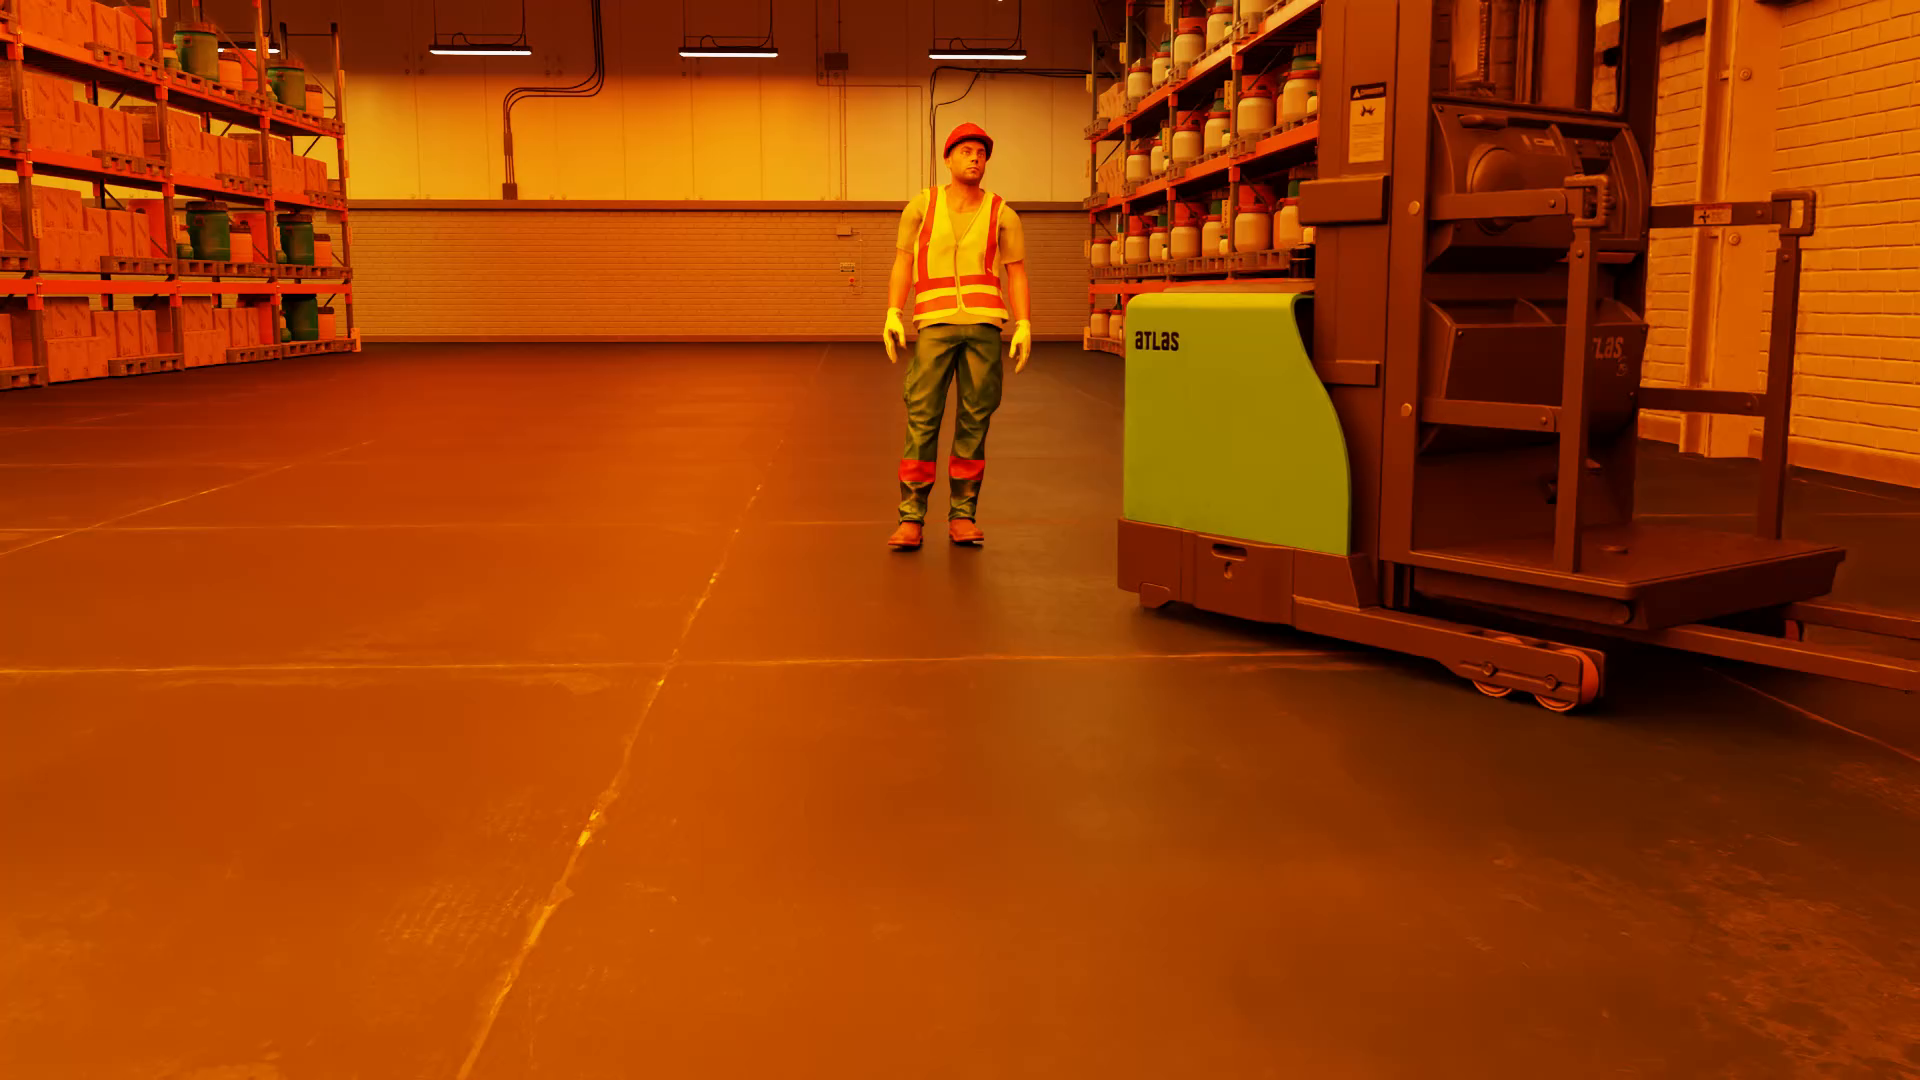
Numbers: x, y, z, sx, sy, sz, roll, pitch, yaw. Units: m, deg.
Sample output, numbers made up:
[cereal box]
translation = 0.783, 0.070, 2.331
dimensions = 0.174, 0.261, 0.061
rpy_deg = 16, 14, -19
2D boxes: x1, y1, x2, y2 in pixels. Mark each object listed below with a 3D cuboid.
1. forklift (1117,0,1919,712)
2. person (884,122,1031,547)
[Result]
[forklift]
translation = 1.812, -1.084, 4.634
dimensions = 1.130, 2.935, 3.031
rpy_deg = -6, 10, -35
[person]
translation = -0.007, -0.880, 7.098
dimensions = 0.638, 1.787, 0.564
rpy_deg = -1, 8, -4
